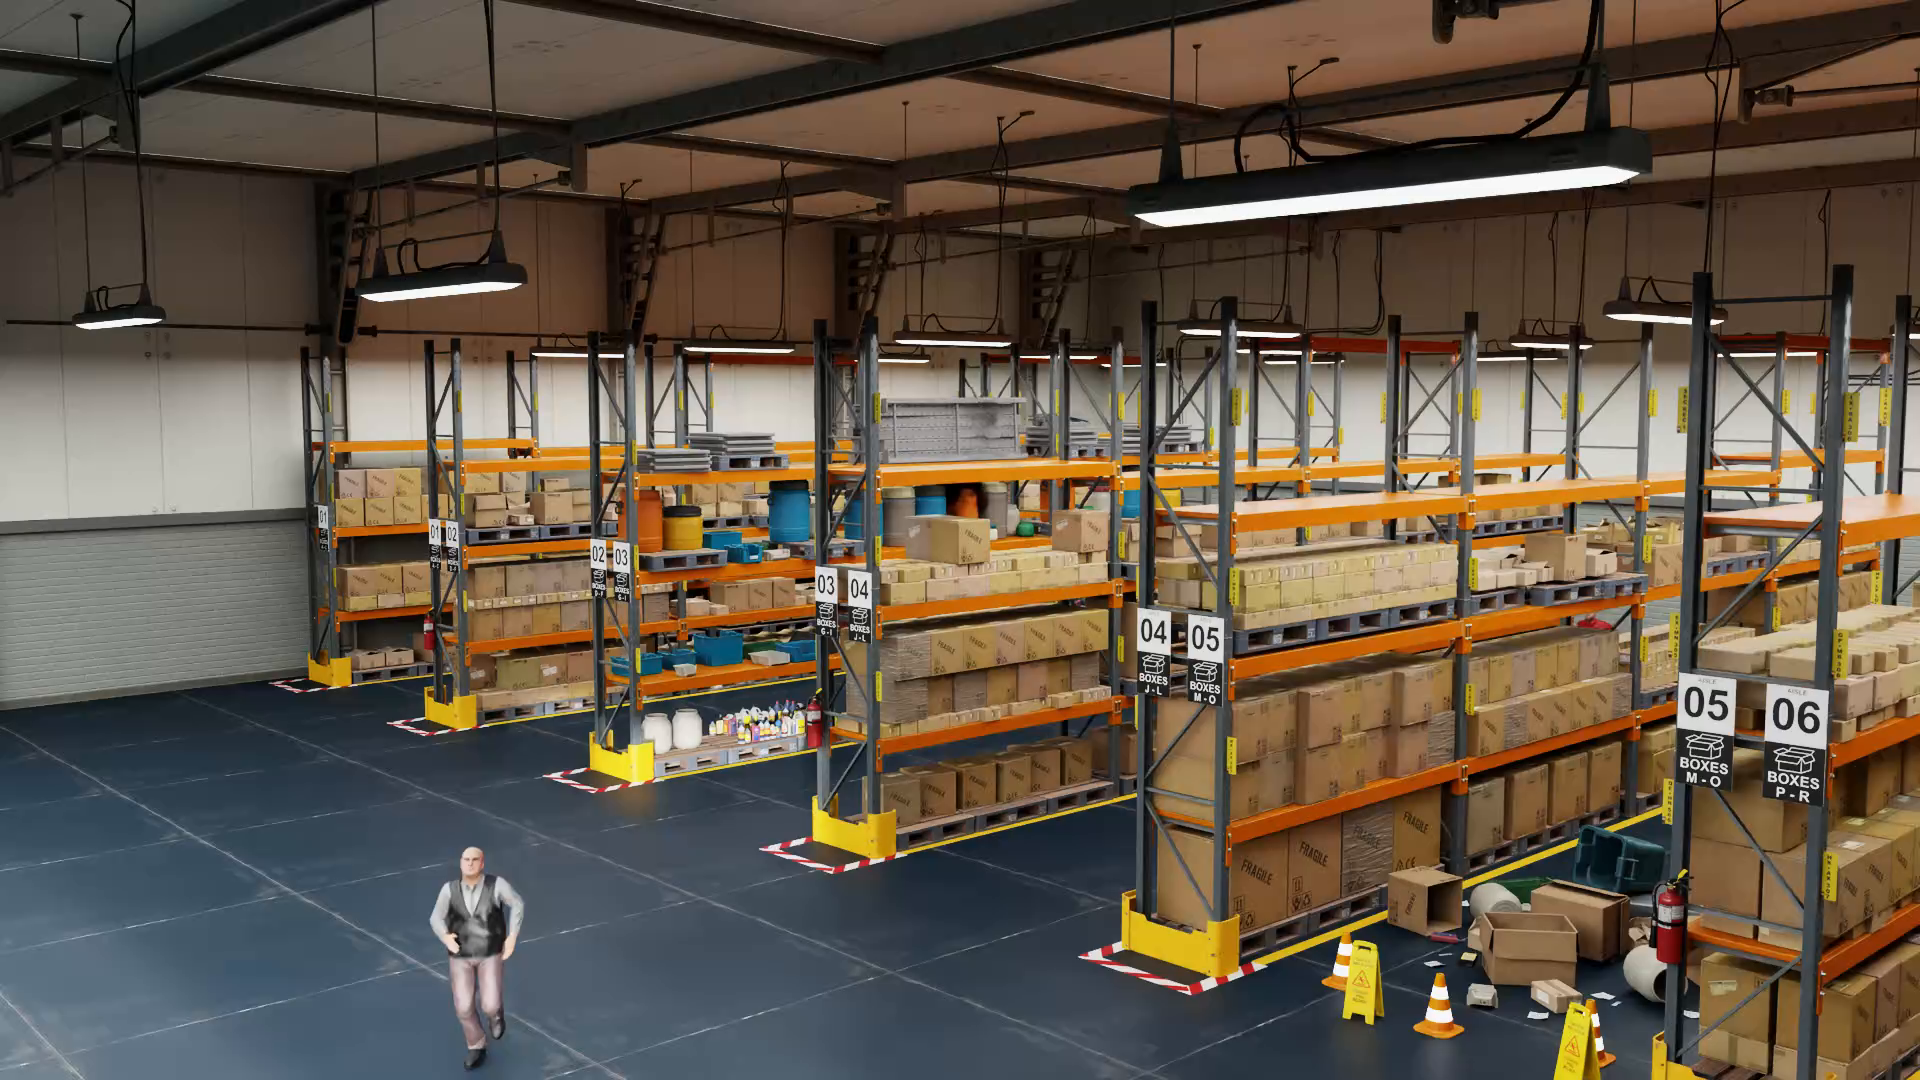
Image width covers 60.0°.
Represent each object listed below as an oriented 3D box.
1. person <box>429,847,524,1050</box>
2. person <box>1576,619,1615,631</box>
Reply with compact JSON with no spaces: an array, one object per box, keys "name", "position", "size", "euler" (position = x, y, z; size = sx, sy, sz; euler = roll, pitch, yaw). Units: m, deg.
[{"name":"person","position":[-3.723,3.172,12.792],"size":[0.698,1.623,0.550],"euler":[-1,5,-9]},{"name":"person","position":[10.324,2.029,27.239],"size":[0.586,1.516,0.637],"euler":[-5,7,-43]}]
